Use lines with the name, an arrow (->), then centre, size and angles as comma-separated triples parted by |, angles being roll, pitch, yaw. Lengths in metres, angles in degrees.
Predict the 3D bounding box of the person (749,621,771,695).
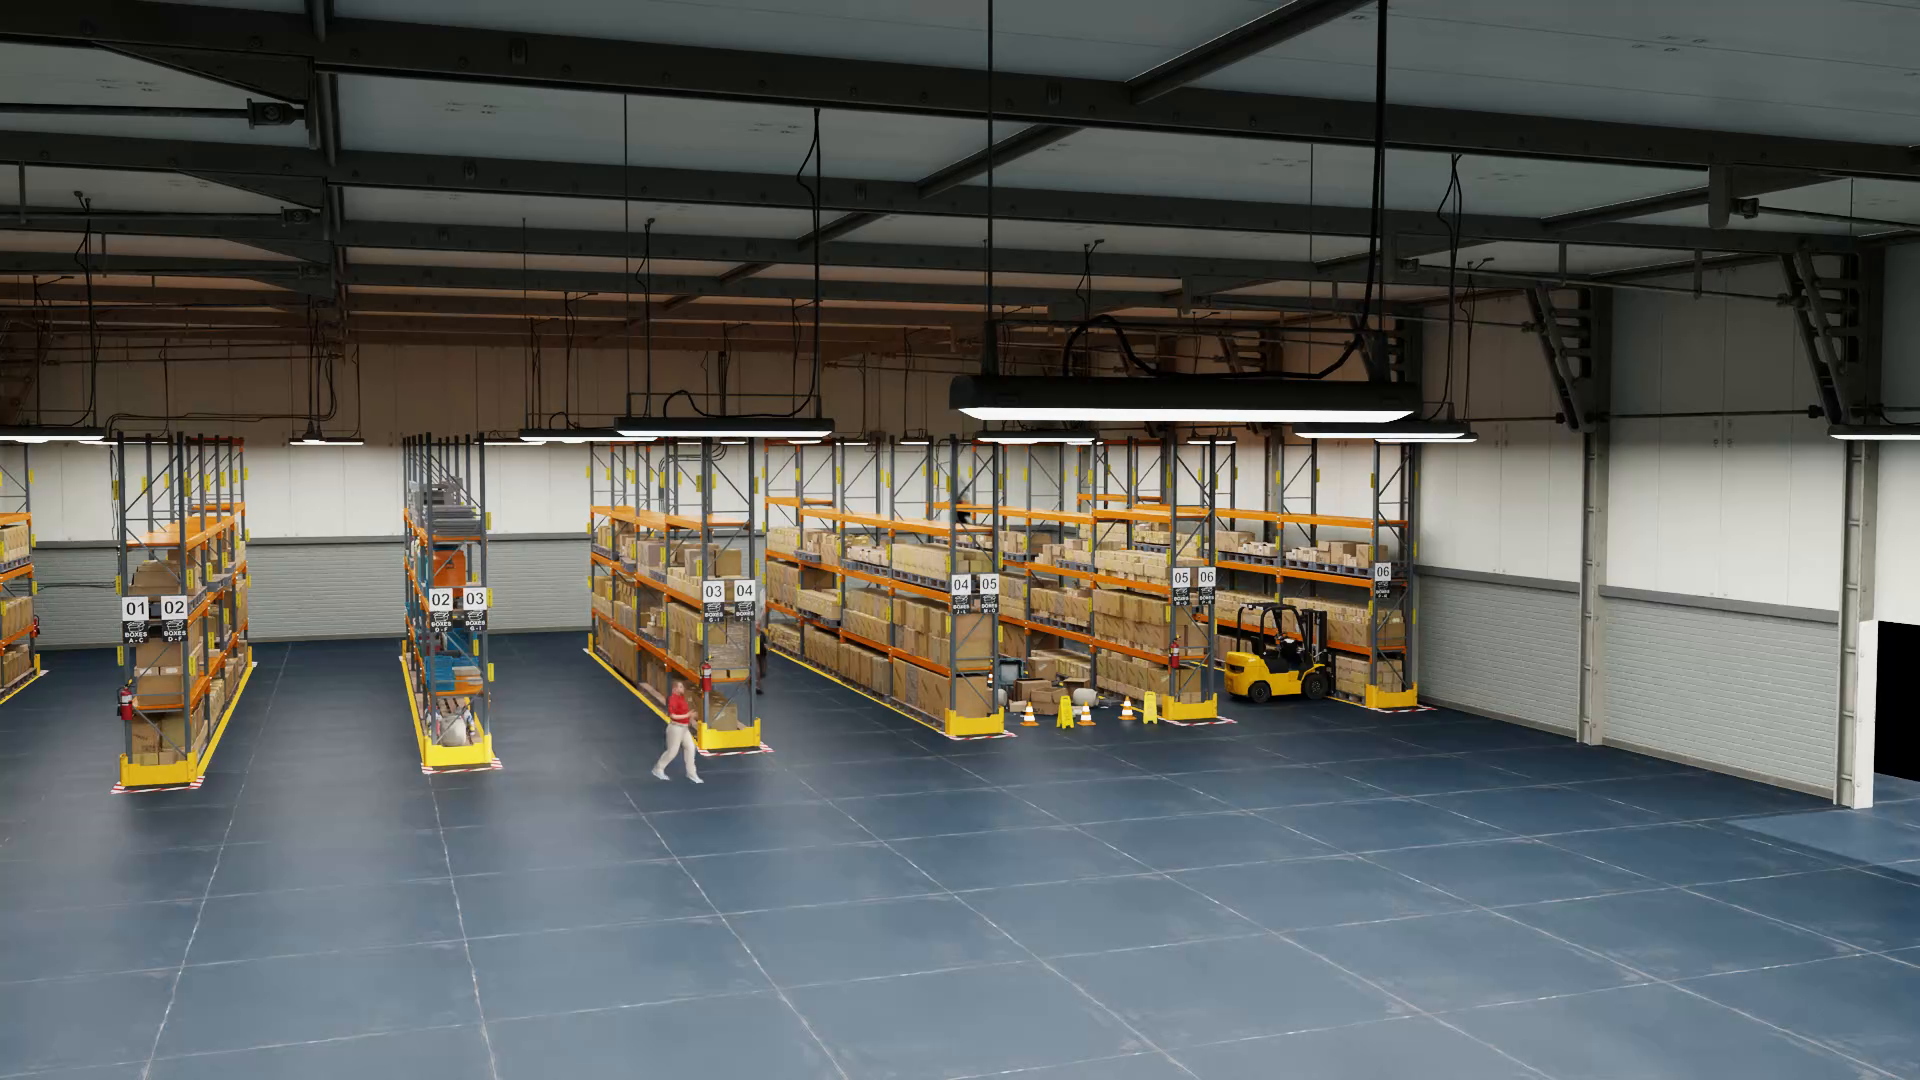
person -> -4.728, 2.729, 38.727 | 0.669, 1.695, 0.860 | -2, 4, -27

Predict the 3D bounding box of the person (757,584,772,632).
person -> -5.730, 1.993, 49.290 | 0.880, 1.757, 0.698 | -3, 4, -39

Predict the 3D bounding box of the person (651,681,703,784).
person -> -4.833, 3.291, 28.338 | 0.863, 1.789, 0.649 | 1, 3, 9
